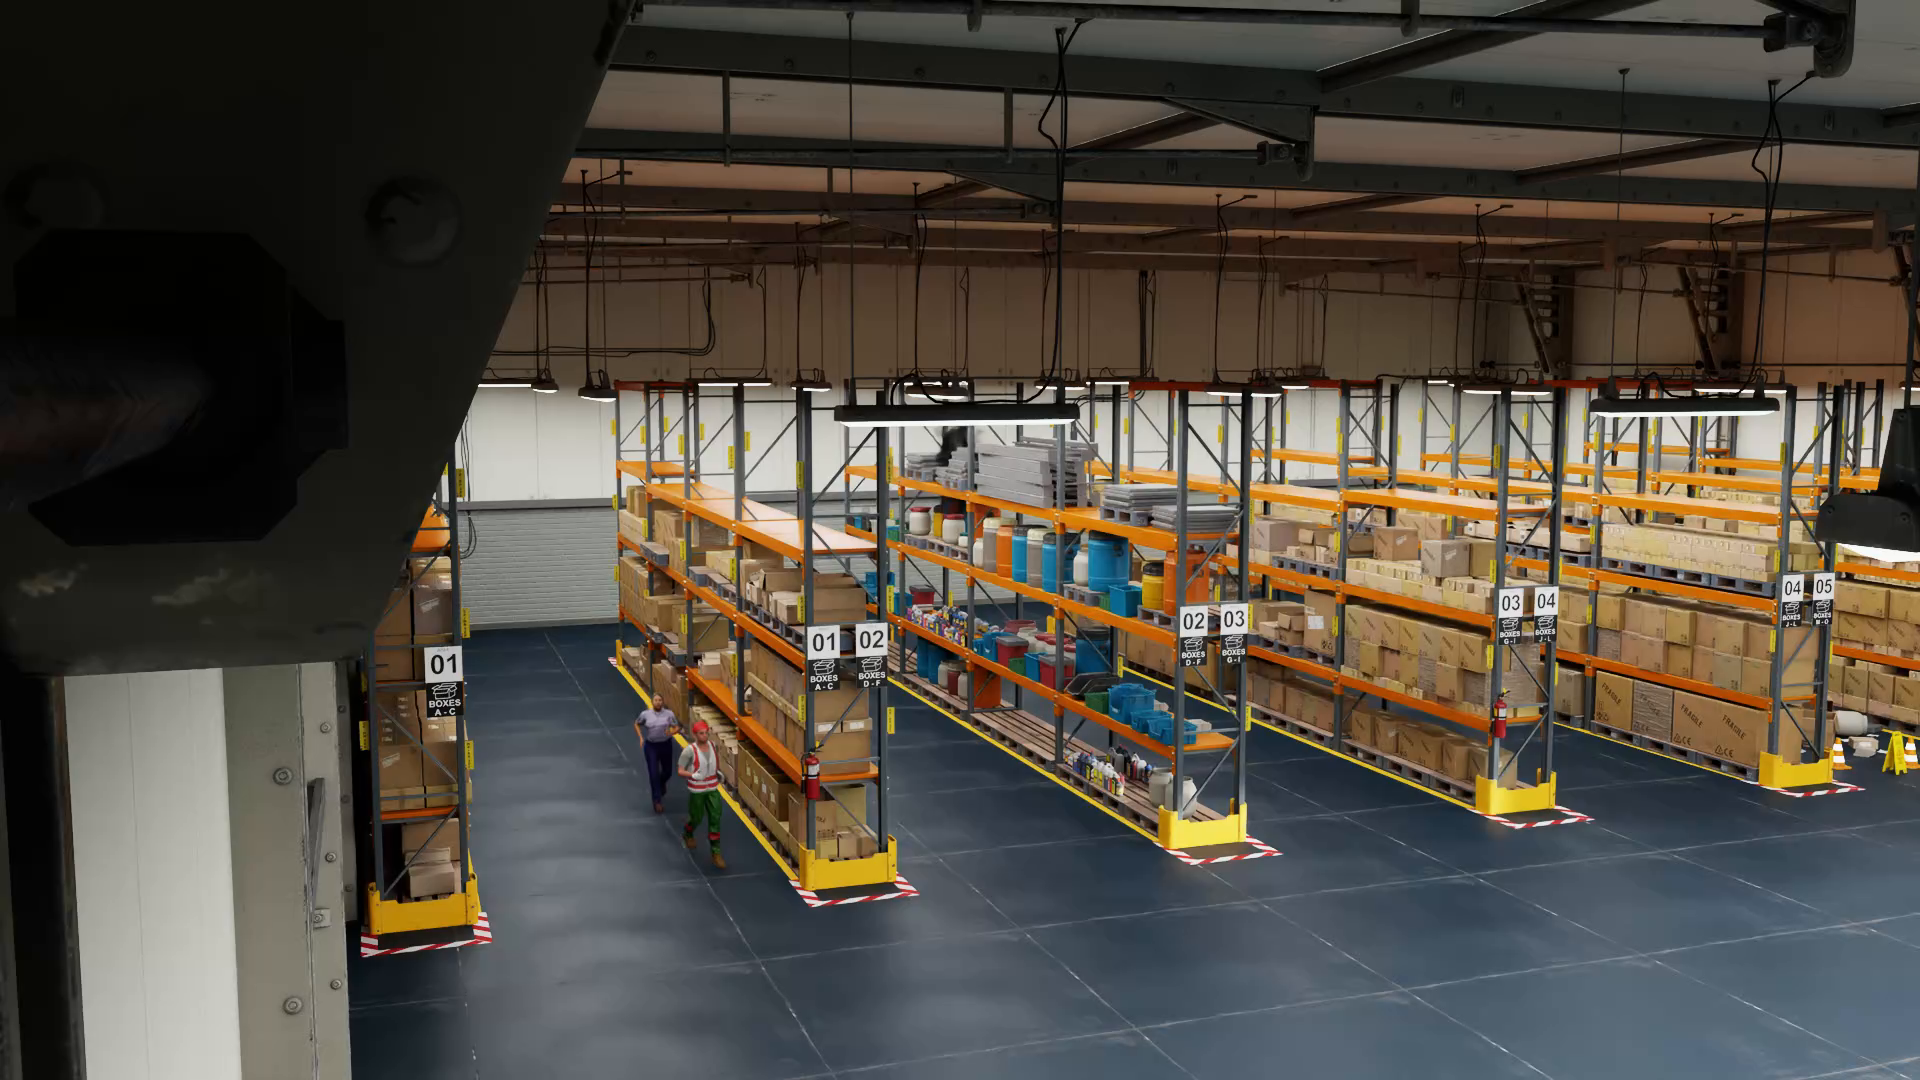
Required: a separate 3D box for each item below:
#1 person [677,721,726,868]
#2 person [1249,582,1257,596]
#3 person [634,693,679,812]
[{"bbox_3d":[-3.281,3.190,21.163,0.653,1.799,0.987,-4,7,-33],"label":"person"},{"bbox_3d":[7.236,1.179,41.521,0.578,1.553,0.712,0,6,-1],"label":"person"},{"bbox_3d":[-4.325,2.992,23.824,0.615,1.624,0.899,-2,6,-19],"label":"person"}]
